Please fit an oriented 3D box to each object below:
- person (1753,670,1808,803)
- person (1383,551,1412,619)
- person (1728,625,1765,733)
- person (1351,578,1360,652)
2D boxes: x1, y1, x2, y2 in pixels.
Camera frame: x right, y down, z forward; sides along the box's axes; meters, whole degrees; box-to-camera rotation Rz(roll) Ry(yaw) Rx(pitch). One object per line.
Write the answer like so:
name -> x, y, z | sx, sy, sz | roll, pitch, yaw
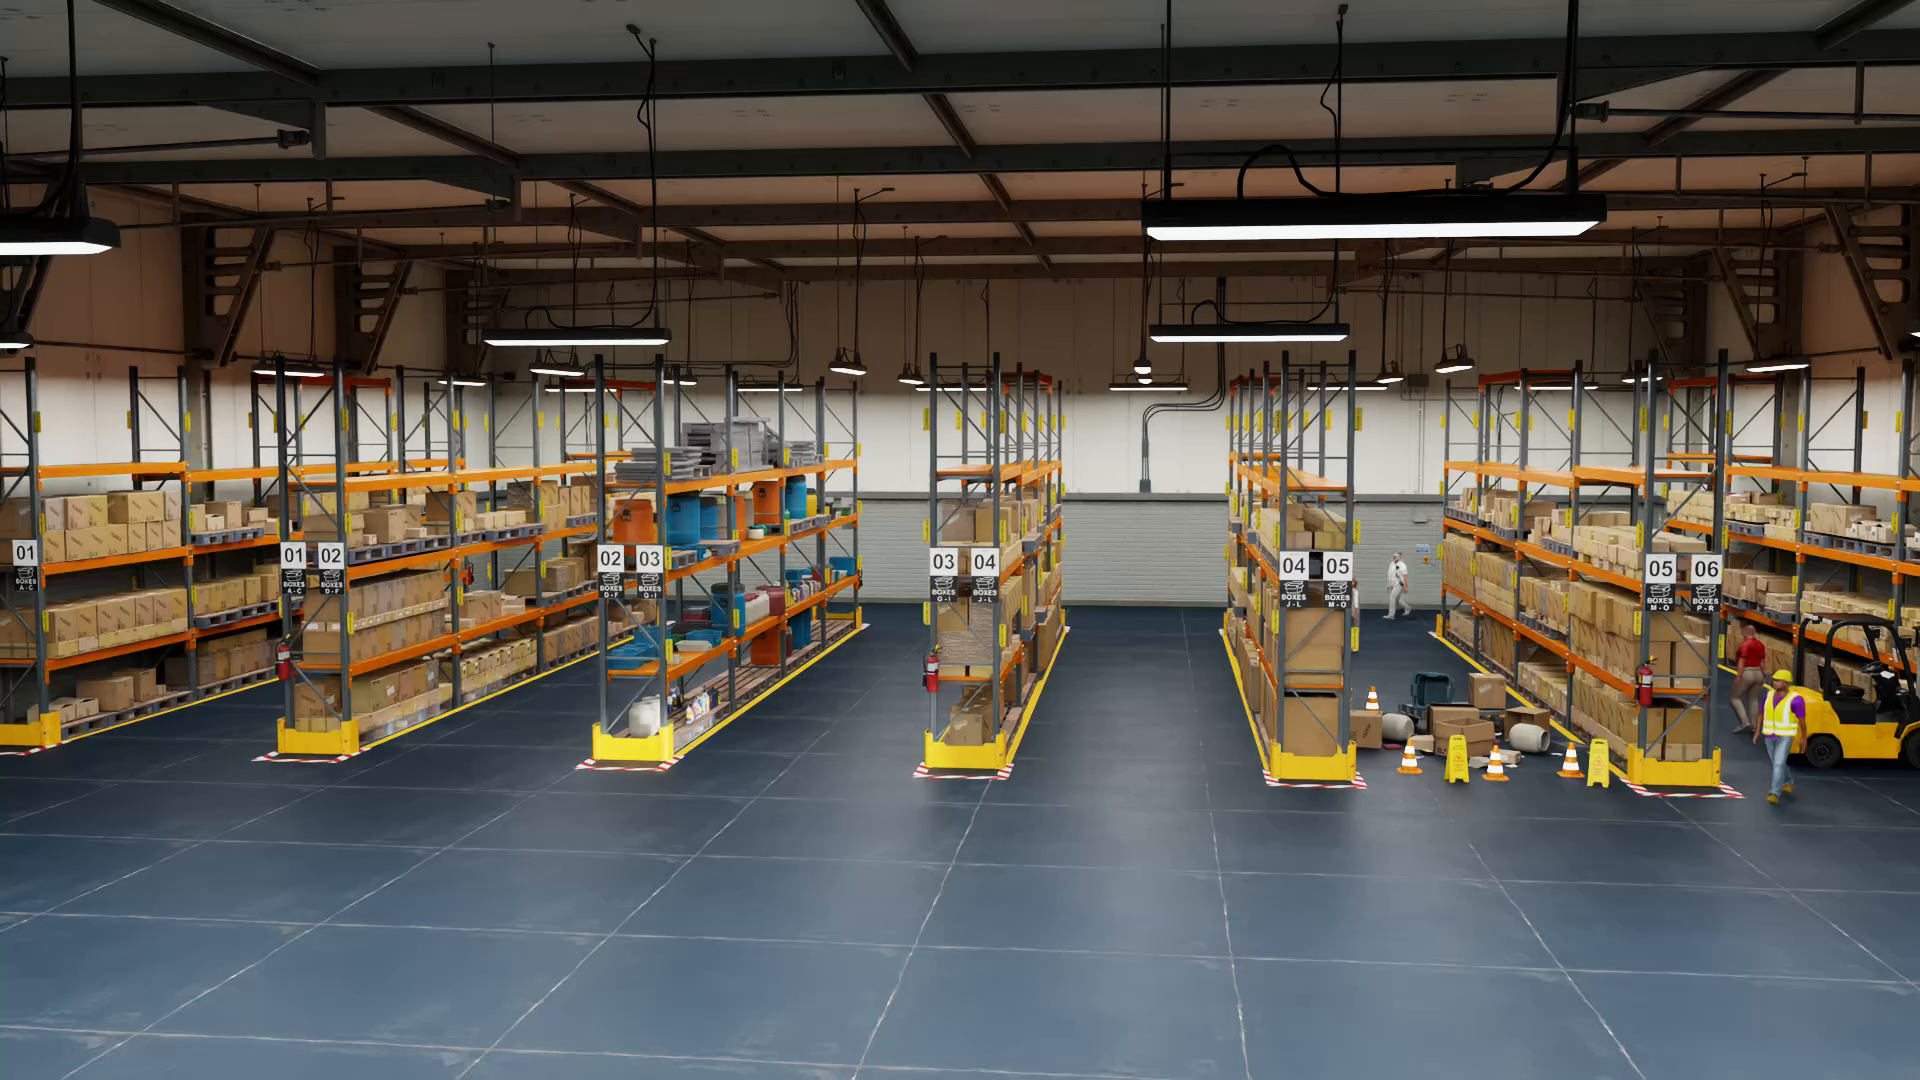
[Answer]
person -> 10.827, 2.580, 21.985 | 1.006, 1.727, 0.630 | -3, 5, -38
person -> 11.135, 1.129, 42.268 | 0.981, 1.715, 0.520 | -1, 4, -20
person -> 12.756, 2.242, 26.910 | 0.573, 1.740, 0.374 | -1, 4, -20
person -> 8.546, 1.643, 36.350 | 0.379, 1.622, 0.455 | -3, 5, -36
